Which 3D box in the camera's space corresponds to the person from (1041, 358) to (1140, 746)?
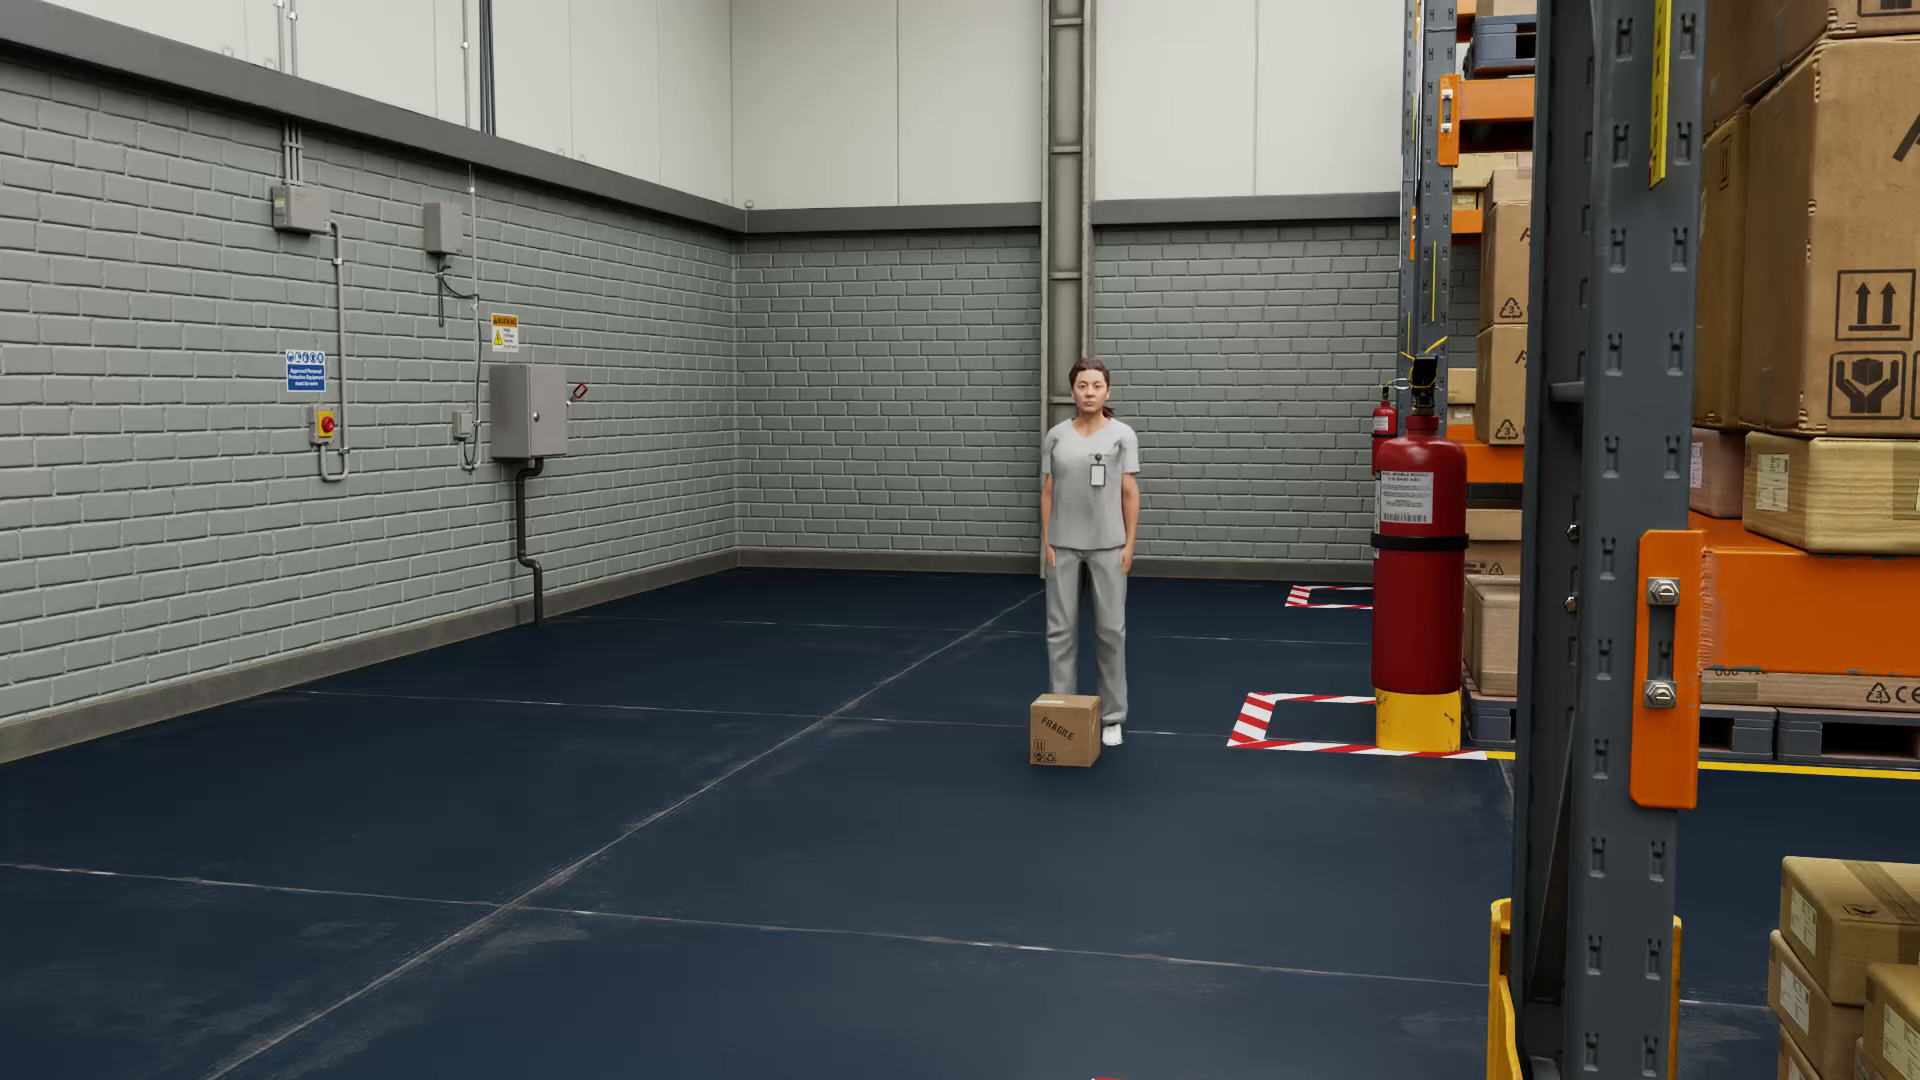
[{"bbox_3d":[0.563,0.057,7.283,0.439,1.698,0.384,1,5,15],"label":"person"}]
